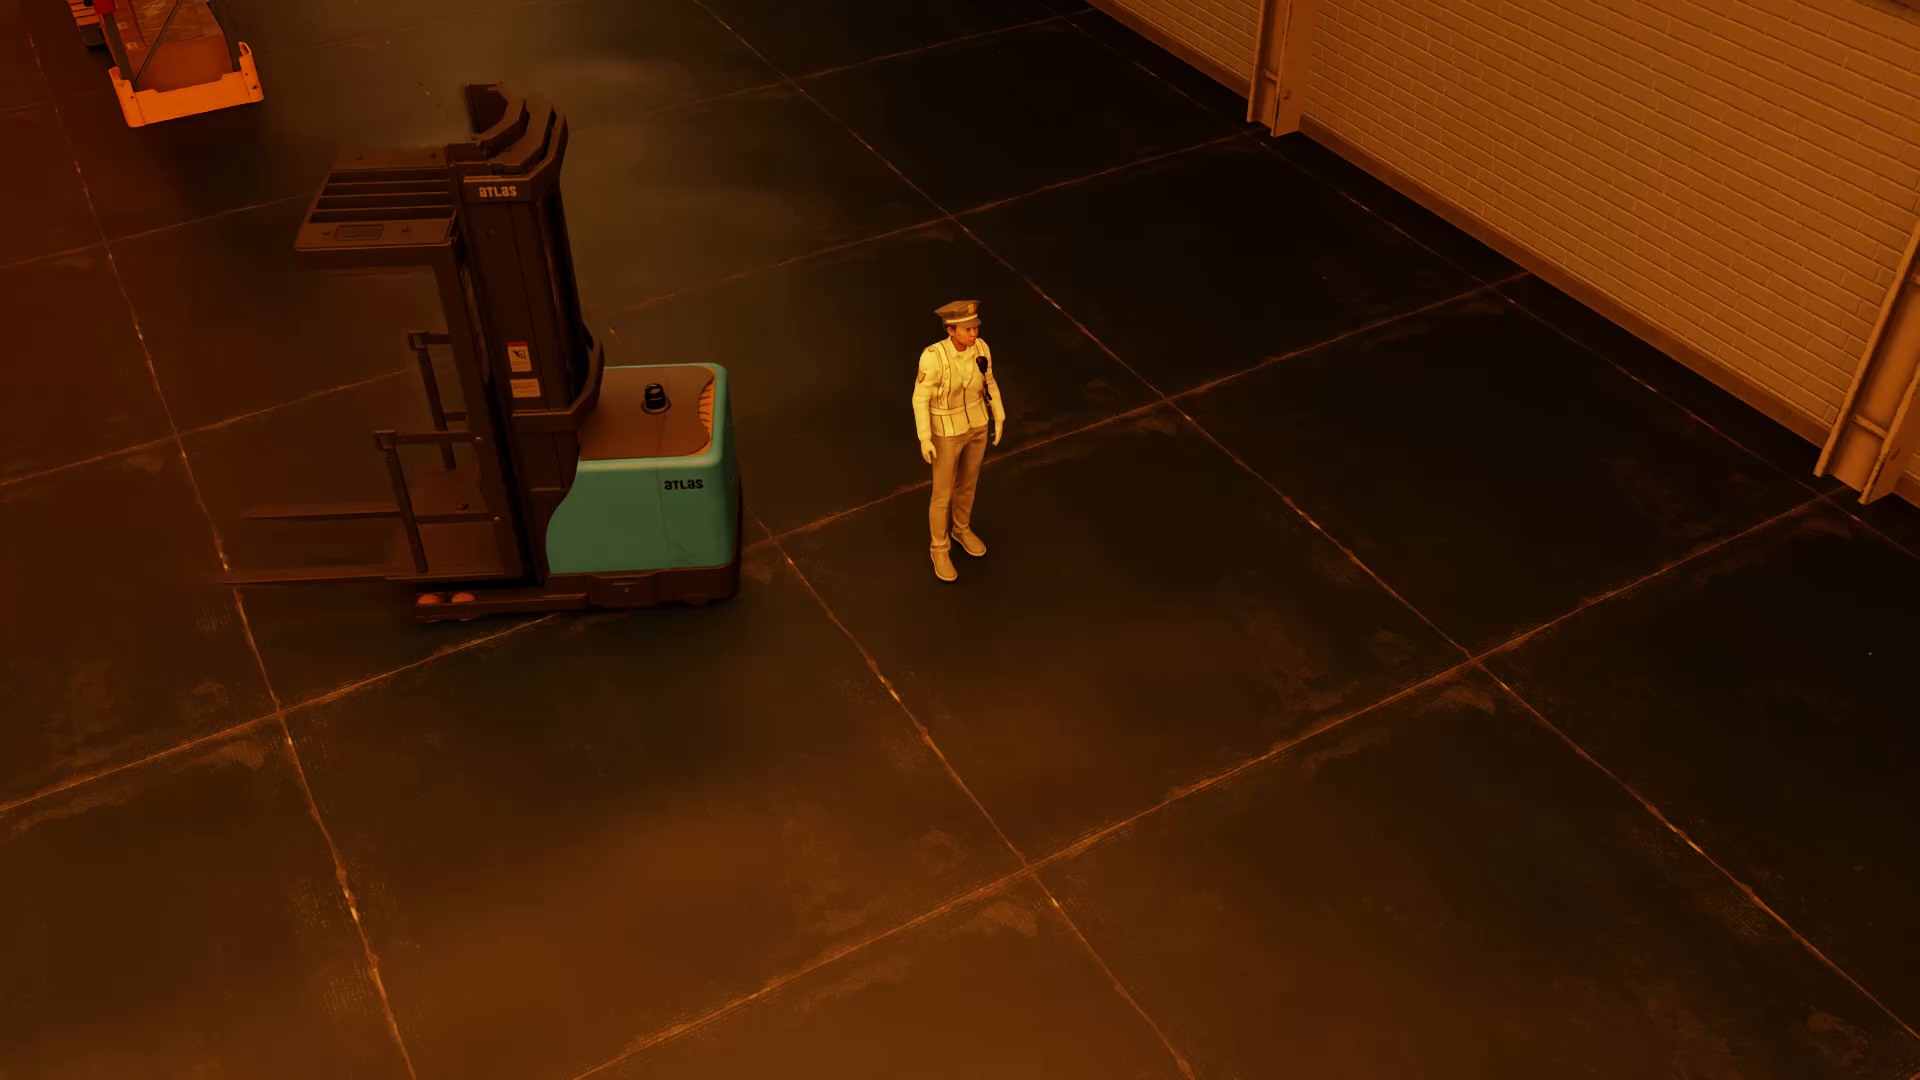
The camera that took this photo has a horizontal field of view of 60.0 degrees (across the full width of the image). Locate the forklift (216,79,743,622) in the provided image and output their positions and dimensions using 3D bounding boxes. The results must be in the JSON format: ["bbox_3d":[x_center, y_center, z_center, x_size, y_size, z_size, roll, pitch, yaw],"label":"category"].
[{"bbox_3d":[-2.855,-0.996,9.237,3.031,2.935,1.130,-3,40,-3],"label":"forklift"}]

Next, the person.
[{"bbox_3d":[0.028,-0.617,9.738,0.586,1.694,0.530,-20,44,-23],"label":"person"}]
